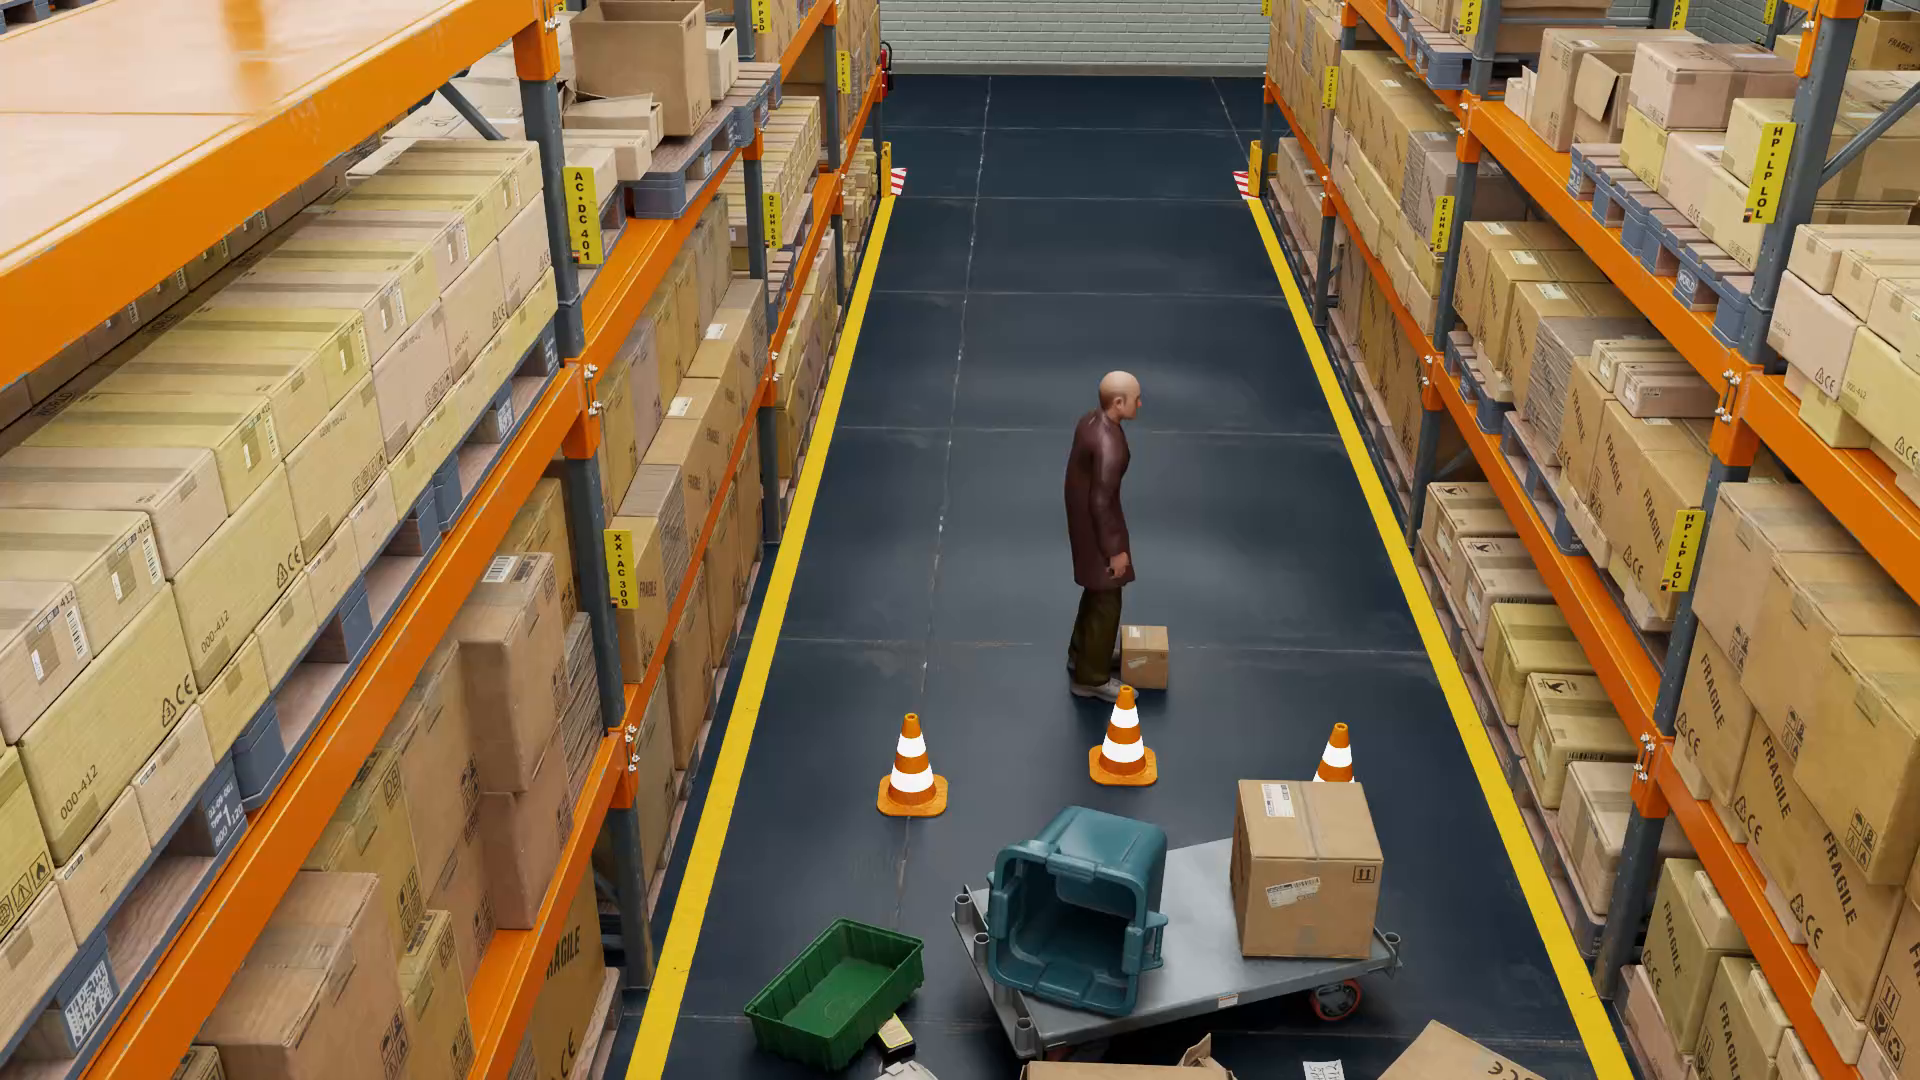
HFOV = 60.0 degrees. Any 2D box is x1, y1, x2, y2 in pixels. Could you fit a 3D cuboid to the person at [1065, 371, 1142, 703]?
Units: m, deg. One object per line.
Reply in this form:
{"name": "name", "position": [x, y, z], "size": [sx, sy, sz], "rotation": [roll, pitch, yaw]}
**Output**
{"name": "person", "position": [0.753, -0.044, 8.720], "size": [0.417, 1.774, 0.656], "rotation": [0, 28, 0]}
